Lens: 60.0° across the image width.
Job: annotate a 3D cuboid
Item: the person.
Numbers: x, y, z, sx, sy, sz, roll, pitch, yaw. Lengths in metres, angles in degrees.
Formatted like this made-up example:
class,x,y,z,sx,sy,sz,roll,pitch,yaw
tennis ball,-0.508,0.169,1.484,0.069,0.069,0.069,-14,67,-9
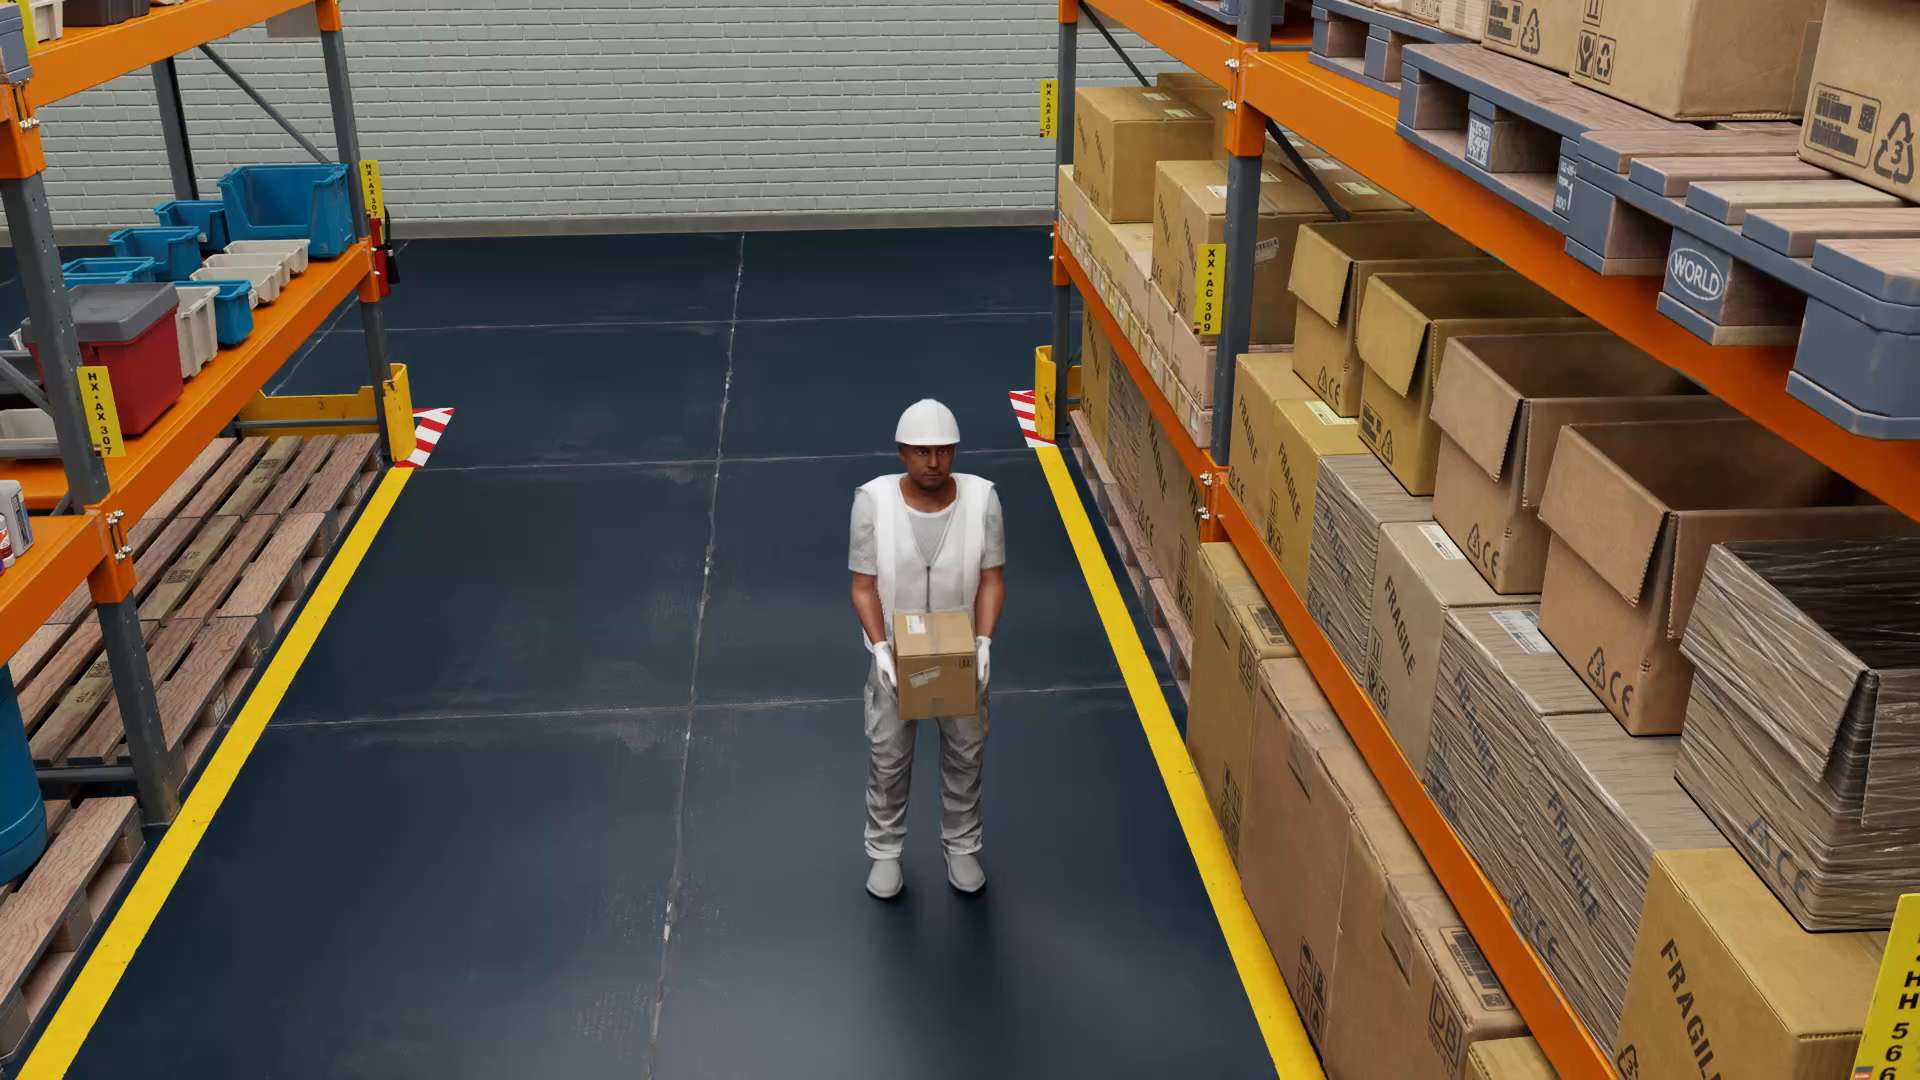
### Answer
class,x,y,z,sx,sy,sz,roll,pitch,yaw
person,-0.101,0.409,5.628,0.532,1.789,0.541,-2,24,-6
